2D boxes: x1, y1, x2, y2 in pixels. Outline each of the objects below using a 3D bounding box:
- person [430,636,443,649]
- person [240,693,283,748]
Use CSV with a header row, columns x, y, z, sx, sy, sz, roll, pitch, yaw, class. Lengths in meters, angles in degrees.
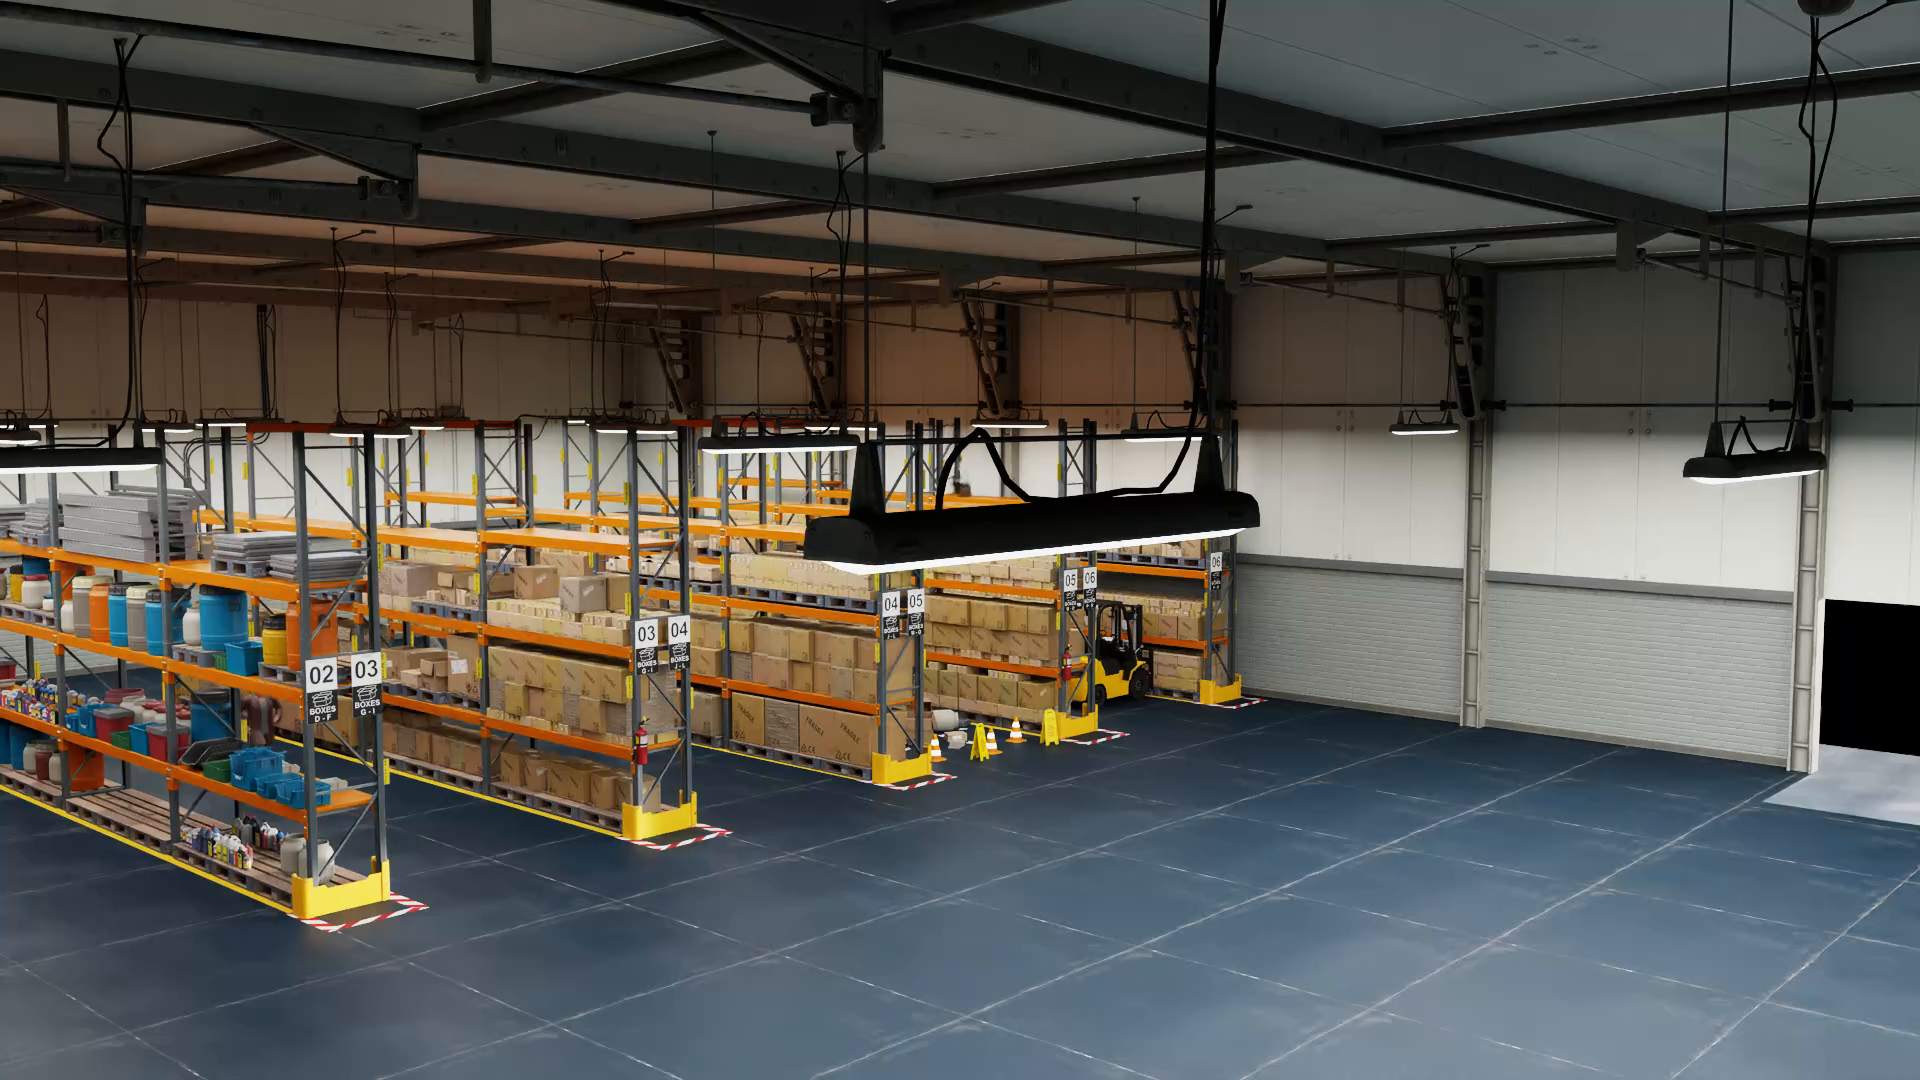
x,y,z,sx,sy,sz,roll,pitch,yaw,class
-13.193,2.085,41.453,0.634,1.848,0.843,2,5,24,person
-11.561,3.213,27.460,0.810,1.851,0.738,4,6,40,person
